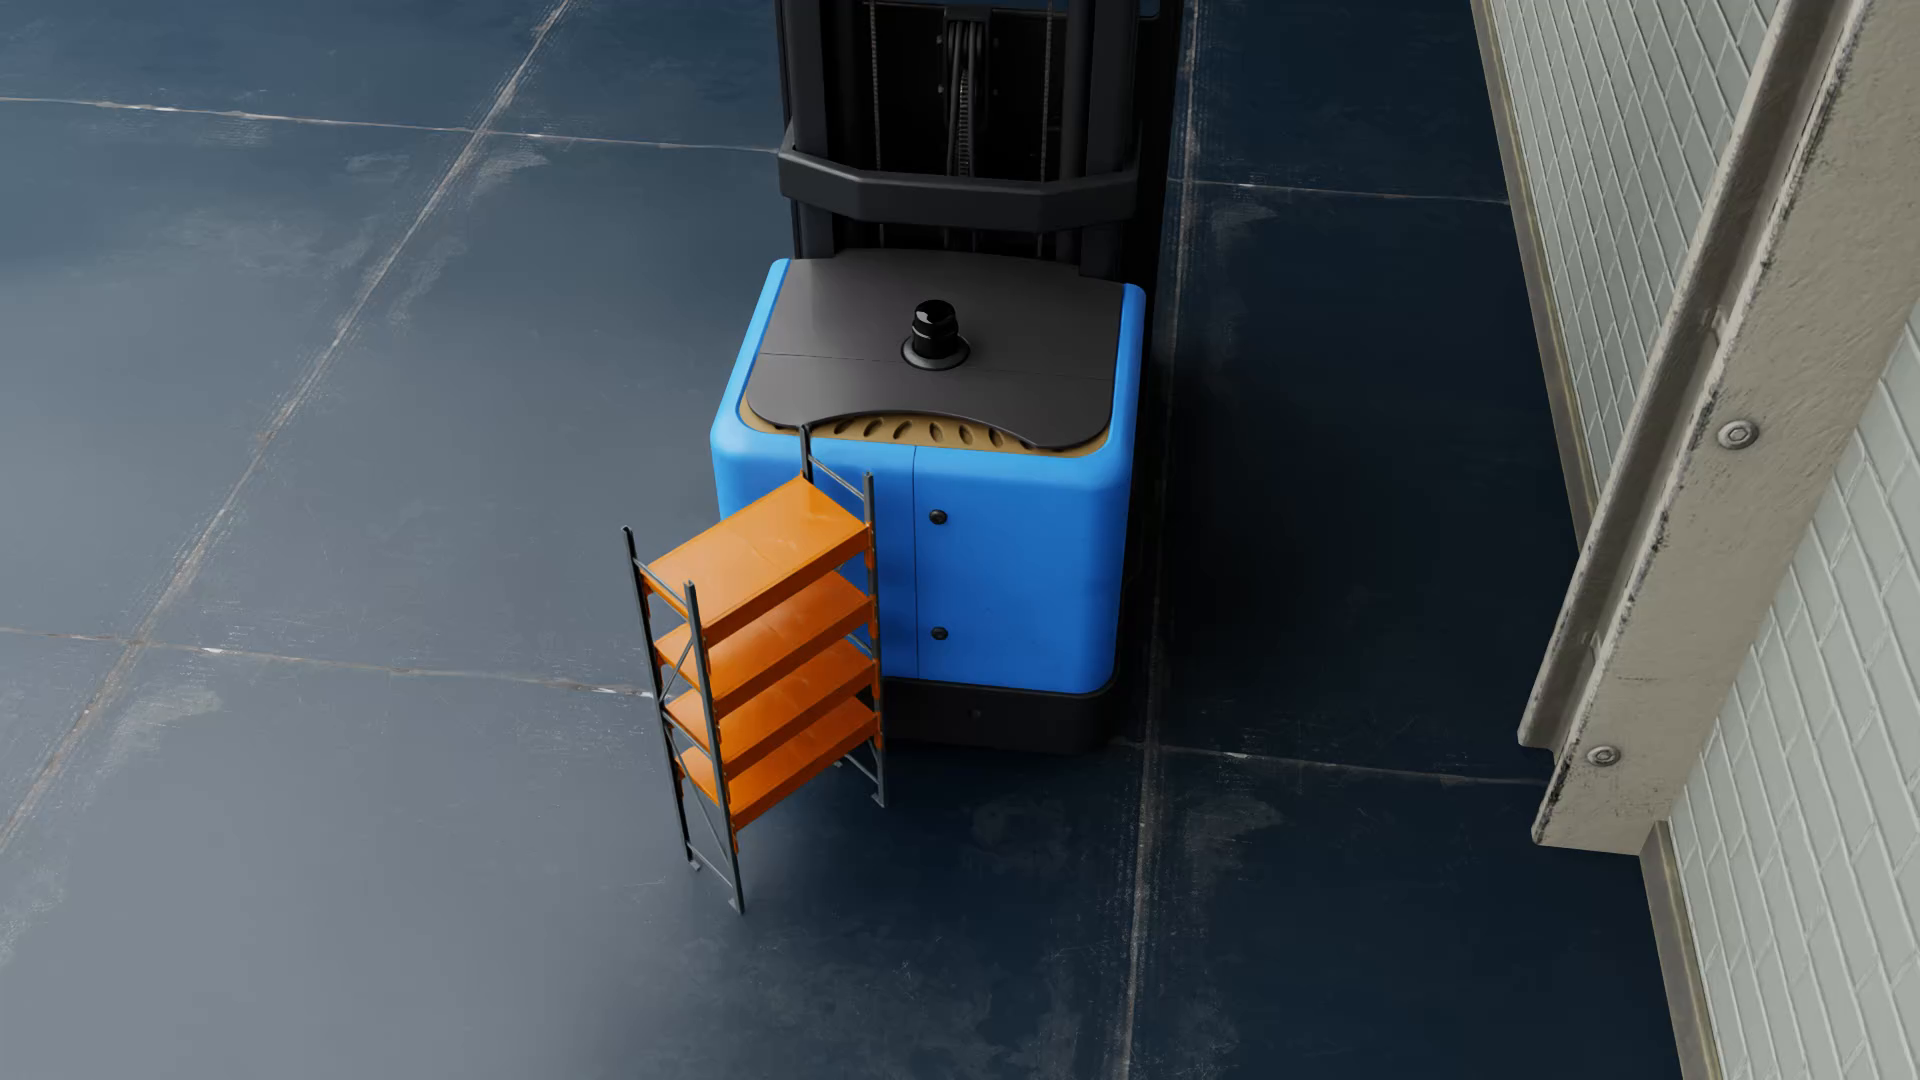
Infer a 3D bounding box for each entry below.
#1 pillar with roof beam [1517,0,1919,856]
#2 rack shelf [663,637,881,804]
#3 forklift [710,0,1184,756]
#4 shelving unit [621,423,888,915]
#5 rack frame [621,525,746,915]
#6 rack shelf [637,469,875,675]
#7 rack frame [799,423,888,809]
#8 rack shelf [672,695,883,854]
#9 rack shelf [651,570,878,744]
[{"bbox_3d":[-2.570,-2.976,1.848,9.100,9.000,0.400,5,44,6],"label":"pillar with roof beam"},{"bbox_3d":[-0.457,0.394,4.054,0.480,0.148,0.258,-33,53,-30],"label":"rack shelf"},{"bbox_3d":[0.079,-1.494,4.696,1.130,2.935,3.031,5,44,5],"label":"forklift"},{"bbox_3d":[-0.457,0.346,4.007,0.503,1.200,0.258,-33,53,-30],"label":"shelving unit"},{"bbox_3d":[-0.634,0.463,3.886,0.015,1.200,0.240,-33,53,-30],"label":"rack frame"},{"bbox_3d":[-0.455,0.064,3.733,0.480,0.148,0.258,-33,53,-30],"label":"rack shelf"},{"bbox_3d":[-0.280,0.229,4.128,0.015,1.200,0.240,-33,53,-30],"label":"rack frame"},{"bbox_3d":[-0.457,0.537,4.192,0.480,0.148,0.258,-33,53,-30],"label":"rack shelf"},{"bbox_3d":[-0.456,0.234,3.898,0.480,0.148,0.258,-33,53,-30],"label":"rack shelf"}]
